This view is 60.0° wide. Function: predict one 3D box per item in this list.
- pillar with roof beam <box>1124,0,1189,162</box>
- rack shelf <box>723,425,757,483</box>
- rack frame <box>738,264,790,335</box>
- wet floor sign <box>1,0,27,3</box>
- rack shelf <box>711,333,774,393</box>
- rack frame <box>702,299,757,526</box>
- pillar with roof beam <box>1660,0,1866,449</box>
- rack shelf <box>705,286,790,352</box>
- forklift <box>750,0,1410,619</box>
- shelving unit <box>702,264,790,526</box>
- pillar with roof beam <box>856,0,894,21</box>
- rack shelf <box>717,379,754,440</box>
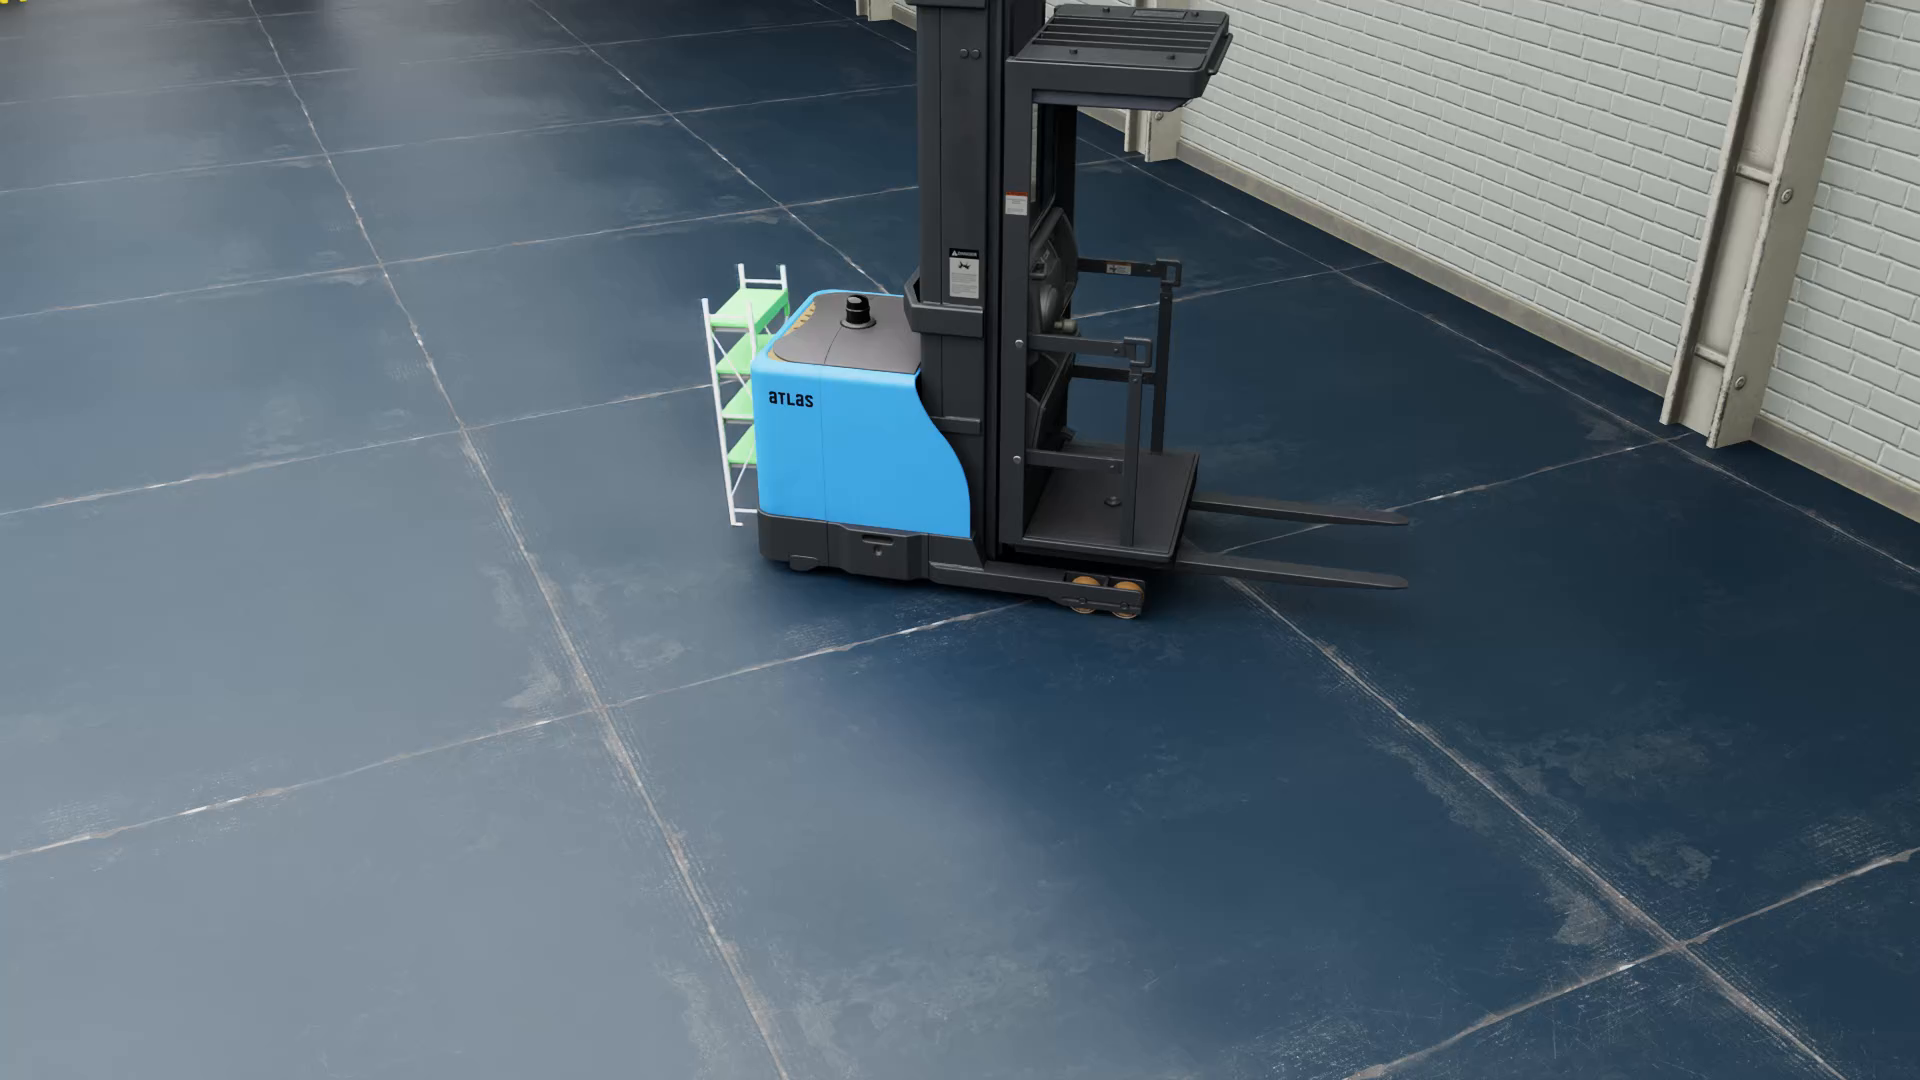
[{"bbox_3d":[-2.267,-6.292,10.271,9.100,9.000,0.400,-13,32,-22],"label":"pillar with roof beam"},{"bbox_3d":[-0.991,-0.446,8.426,0.258,0.148,0.480,4,29,13],"label":"rack shelf"},{"bbox_3d":[-0.949,-0.829,8.488,0.240,1.200,0.015,4,29,13],"label":"rack frame"},{"bbox_3d":[-11.154,-6.632,19.417,0.267,0.644,0.232,-19,35,-30],"label":"wet floor sign"},{"bbox_3d":[-1.015,-0.867,8.197,0.258,0.148,0.480,4,29,13],"label":"rack shelf"},{"bbox_3d":[-1.063,-0.597,8.074,0.240,1.200,0.015,4,29,13],"label":"rack frame"},{"bbox_3d":[0.309,-3.642,5.544,9.100,9.000,0.400,-13,32,-22],"label":"pillar with roof beam"},{"bbox_3d":[-1.027,-1.078,8.083,0.258,0.148,0.480,4,29,13],"label":"rack shelf"},{"bbox_3d":[0.607,-1.206,7.404,3.031,2.935,1.130,7,30,12],"label":"forklift"},{"bbox_3d":[-1.006,-0.713,8.281,0.258,1.200,0.503,4,29,13],"label":"shelving unit"},{"bbox_3d":[-4.843,-8.943,14.997,9.100,9.000,0.400,-13,32,-22],"label":"pillar with roof beam"},{"bbox_3d":[-1.003,-0.657,8.312,0.258,0.148,0.480,4,29,13],"label":"rack shelf"}]
